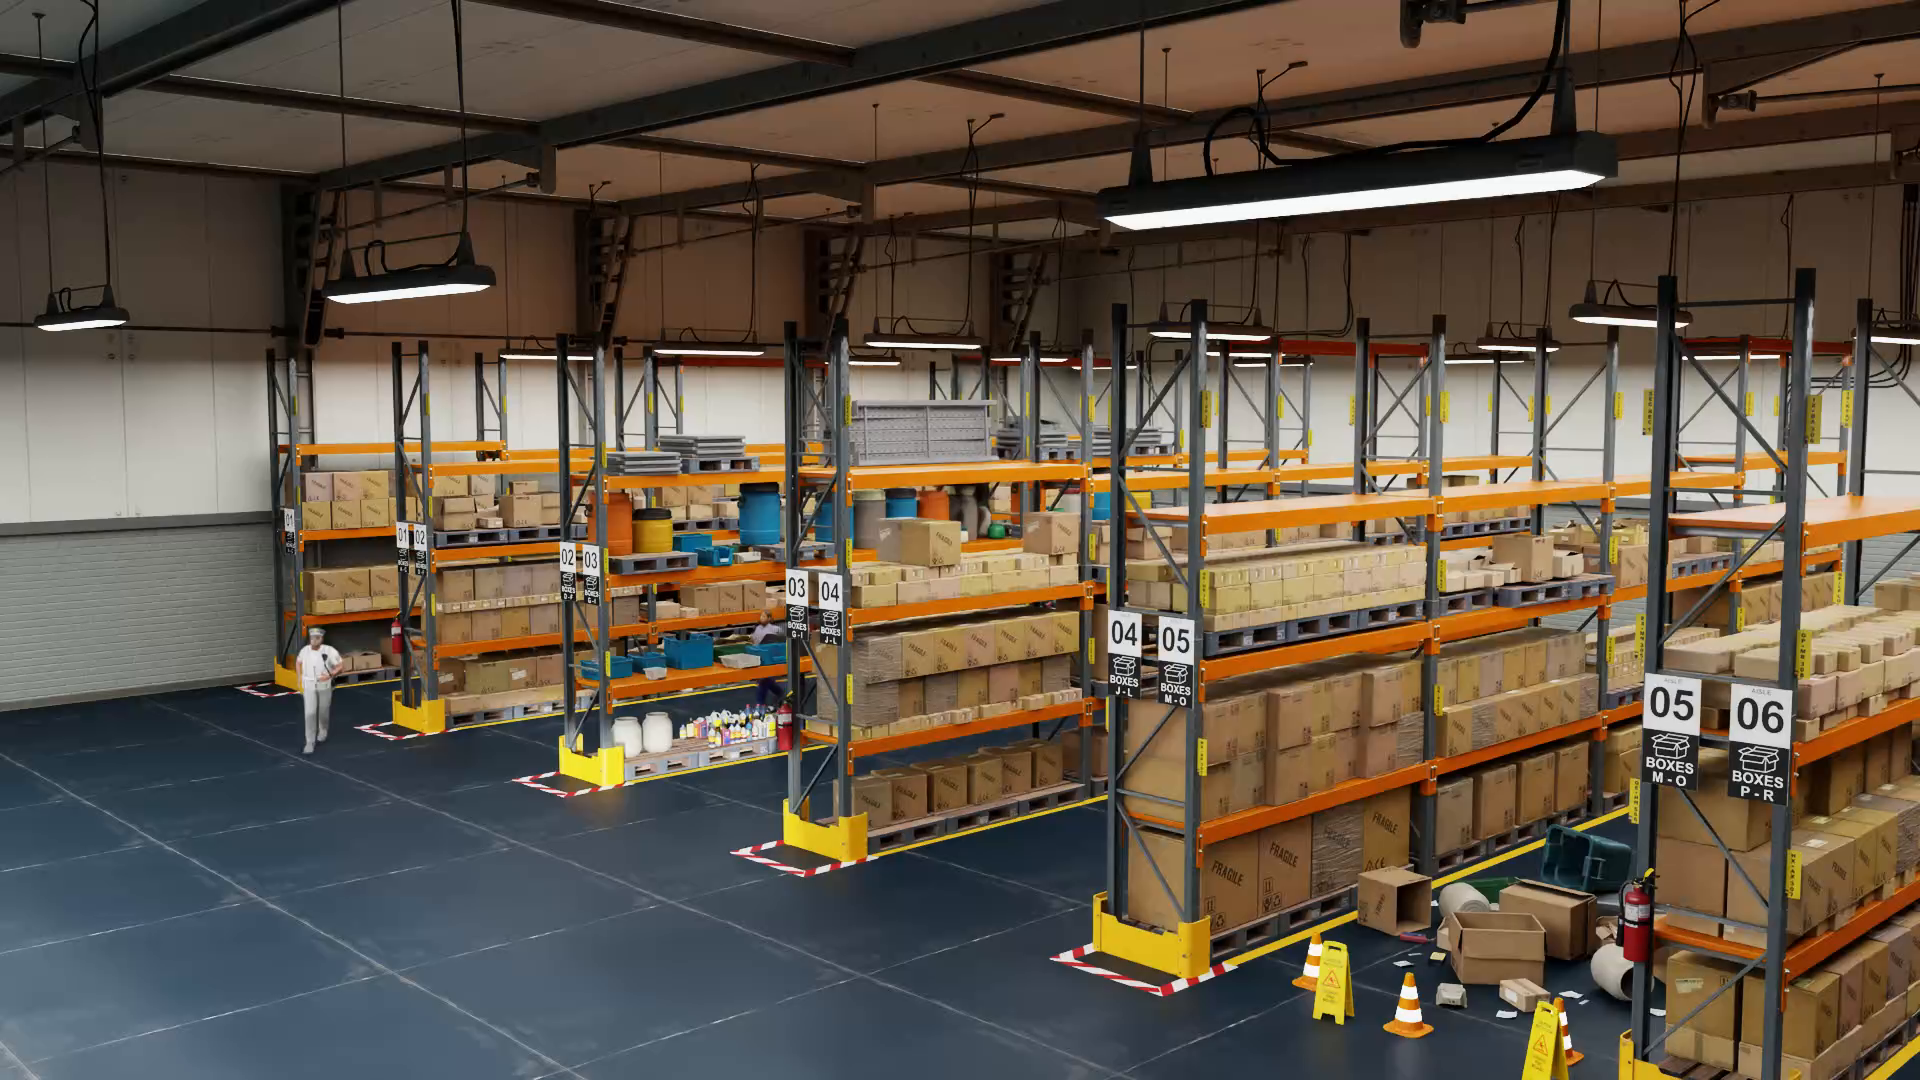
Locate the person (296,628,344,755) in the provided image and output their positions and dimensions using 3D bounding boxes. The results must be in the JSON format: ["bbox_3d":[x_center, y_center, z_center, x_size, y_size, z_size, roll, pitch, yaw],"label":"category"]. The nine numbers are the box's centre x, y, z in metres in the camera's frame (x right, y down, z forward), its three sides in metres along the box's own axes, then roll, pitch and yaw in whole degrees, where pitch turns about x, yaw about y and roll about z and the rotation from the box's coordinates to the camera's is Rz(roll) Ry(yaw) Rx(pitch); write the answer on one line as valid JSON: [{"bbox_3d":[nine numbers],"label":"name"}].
[{"bbox_3d":[-9.393,2.168,24.413,0.674,1.815,0.885,-1,5,-15],"label":"person"}]

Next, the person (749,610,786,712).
[{"bbox_3d":[-3.186,1.963,27.347,0.607,1.632,0.941,4,6,39],"label":"person"}]
